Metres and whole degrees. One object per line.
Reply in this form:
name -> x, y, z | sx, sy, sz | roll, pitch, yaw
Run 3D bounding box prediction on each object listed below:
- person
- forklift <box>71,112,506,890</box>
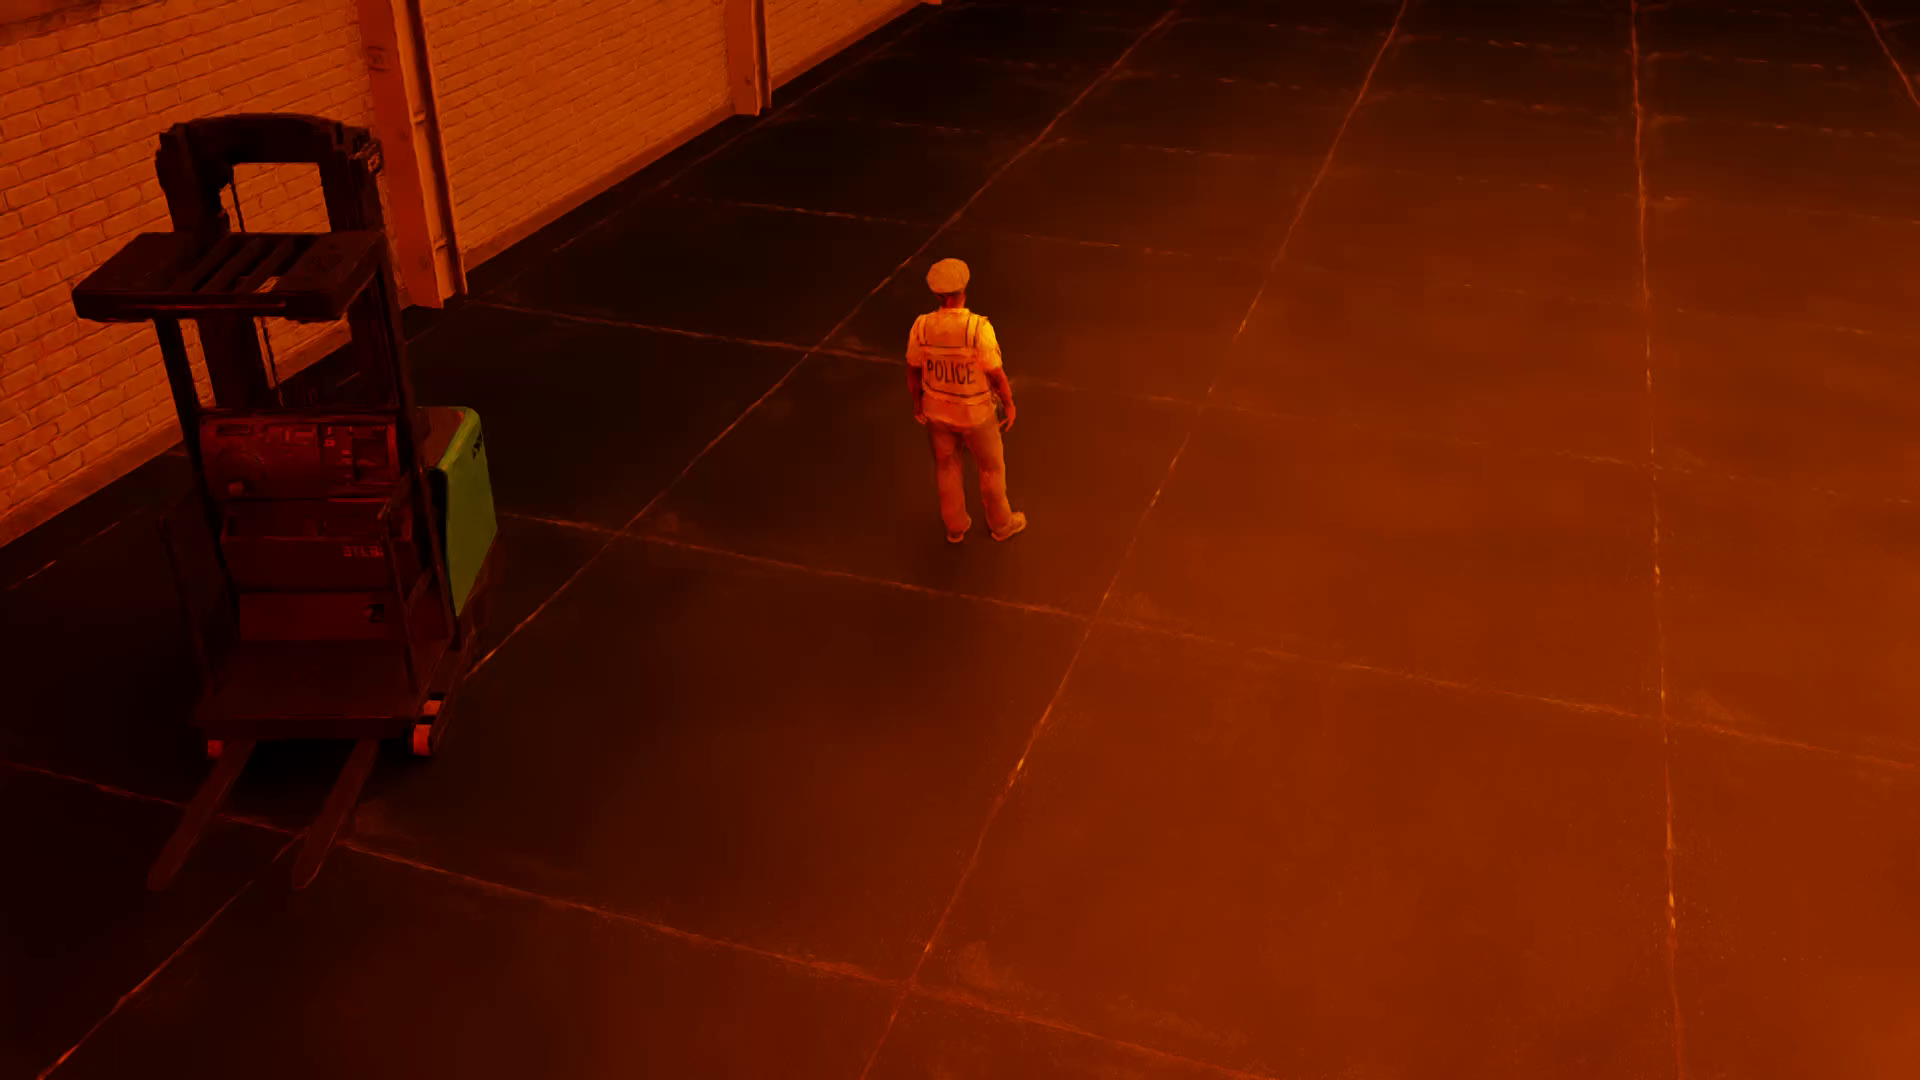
person -> 0.037, -0.814, 9.712 | 0.640, 1.778, 0.574 | 10, 31, 16
forklift -> -3.144, -0.354, 7.757 | 1.130, 2.935, 3.031 | -1, 30, -1
